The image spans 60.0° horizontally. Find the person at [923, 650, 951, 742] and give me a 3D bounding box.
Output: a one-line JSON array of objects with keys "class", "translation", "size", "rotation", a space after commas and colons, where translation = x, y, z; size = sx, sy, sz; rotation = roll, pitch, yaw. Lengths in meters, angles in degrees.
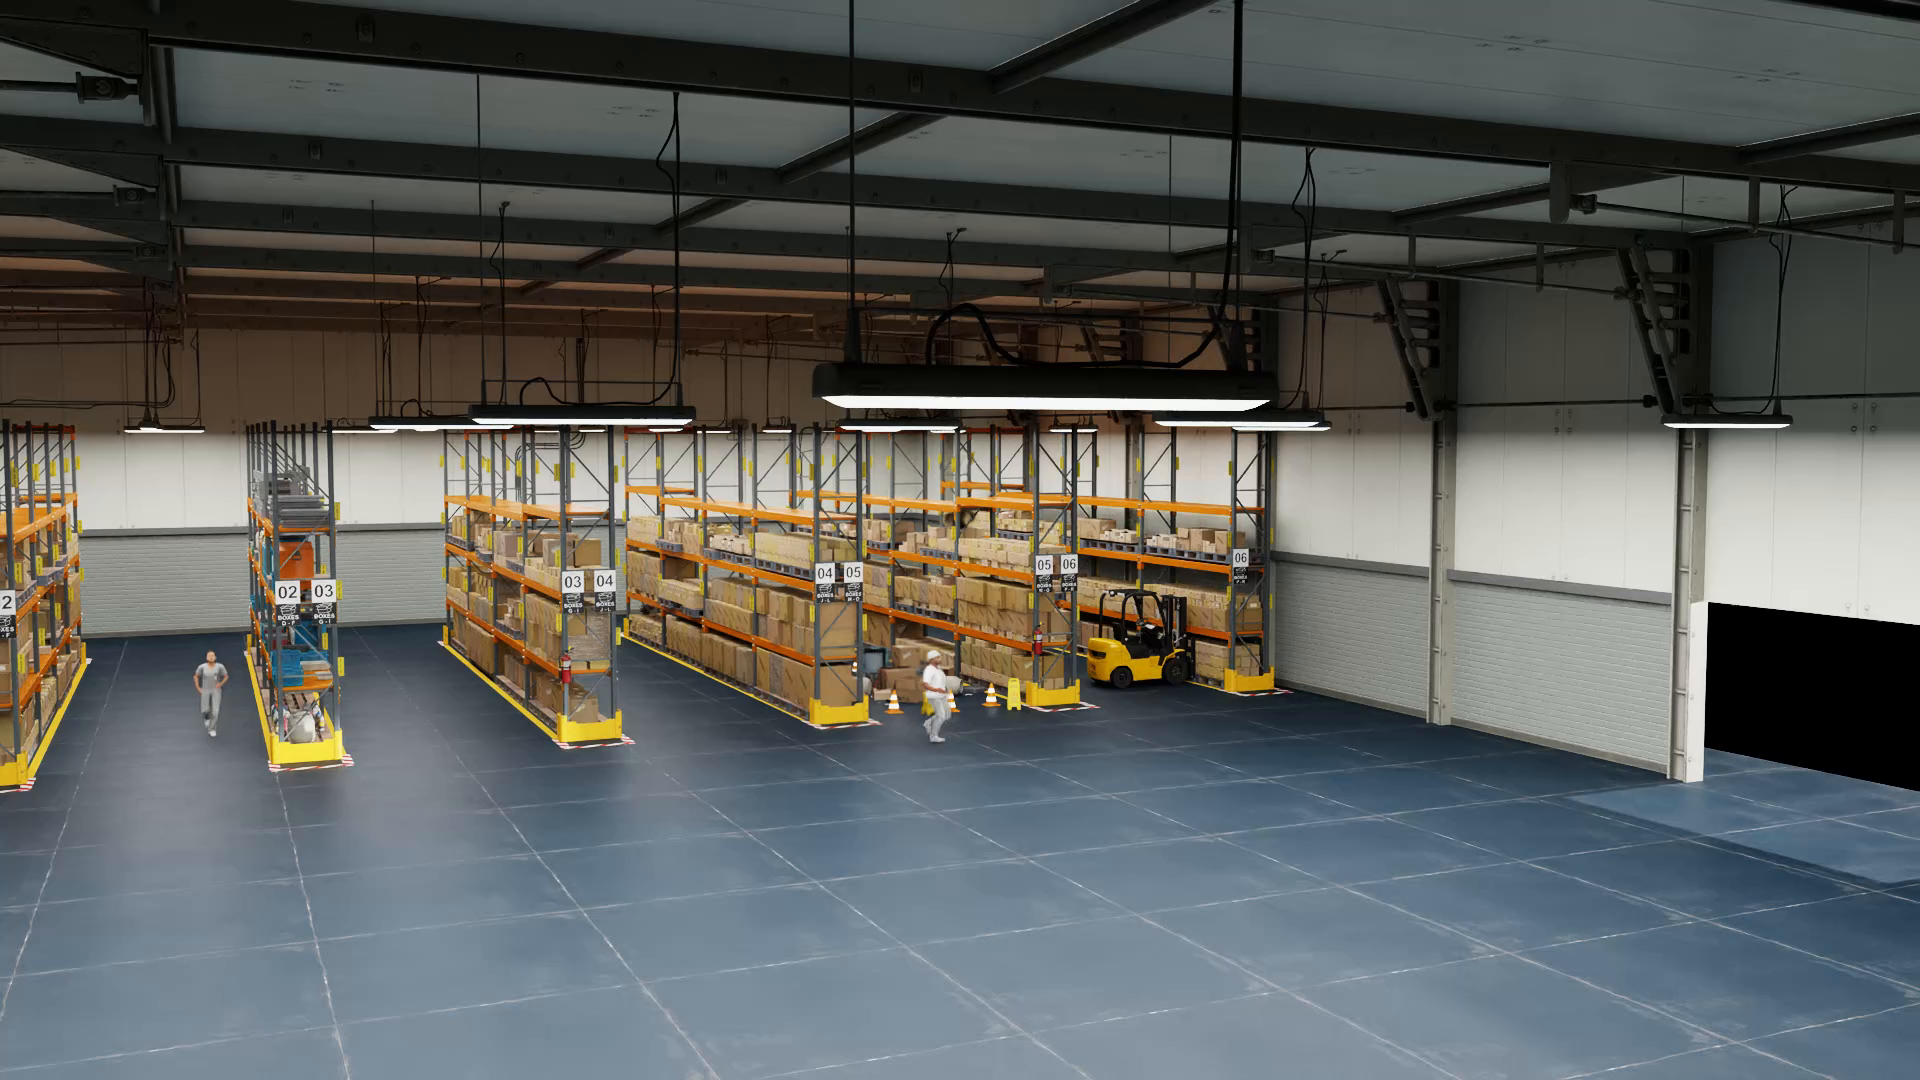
[{"class": "person", "translation": [-0.441, 2.917, 31.087], "size": [0.600, 1.719, 0.695], "rotation": [1, 4, 22]}]

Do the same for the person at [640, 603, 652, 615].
[{"class": "person", "translation": [-9.155, 1.816, 49.009], "size": [0.833, 1.748, 0.753], "rotation": [1, 4, 8]}]

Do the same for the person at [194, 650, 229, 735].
[{"class": "person", "translation": [-14.328, 2.922, 31.836], "size": [0.611, 1.624, 0.547], "rotation": [-1, 4, -20]}]
